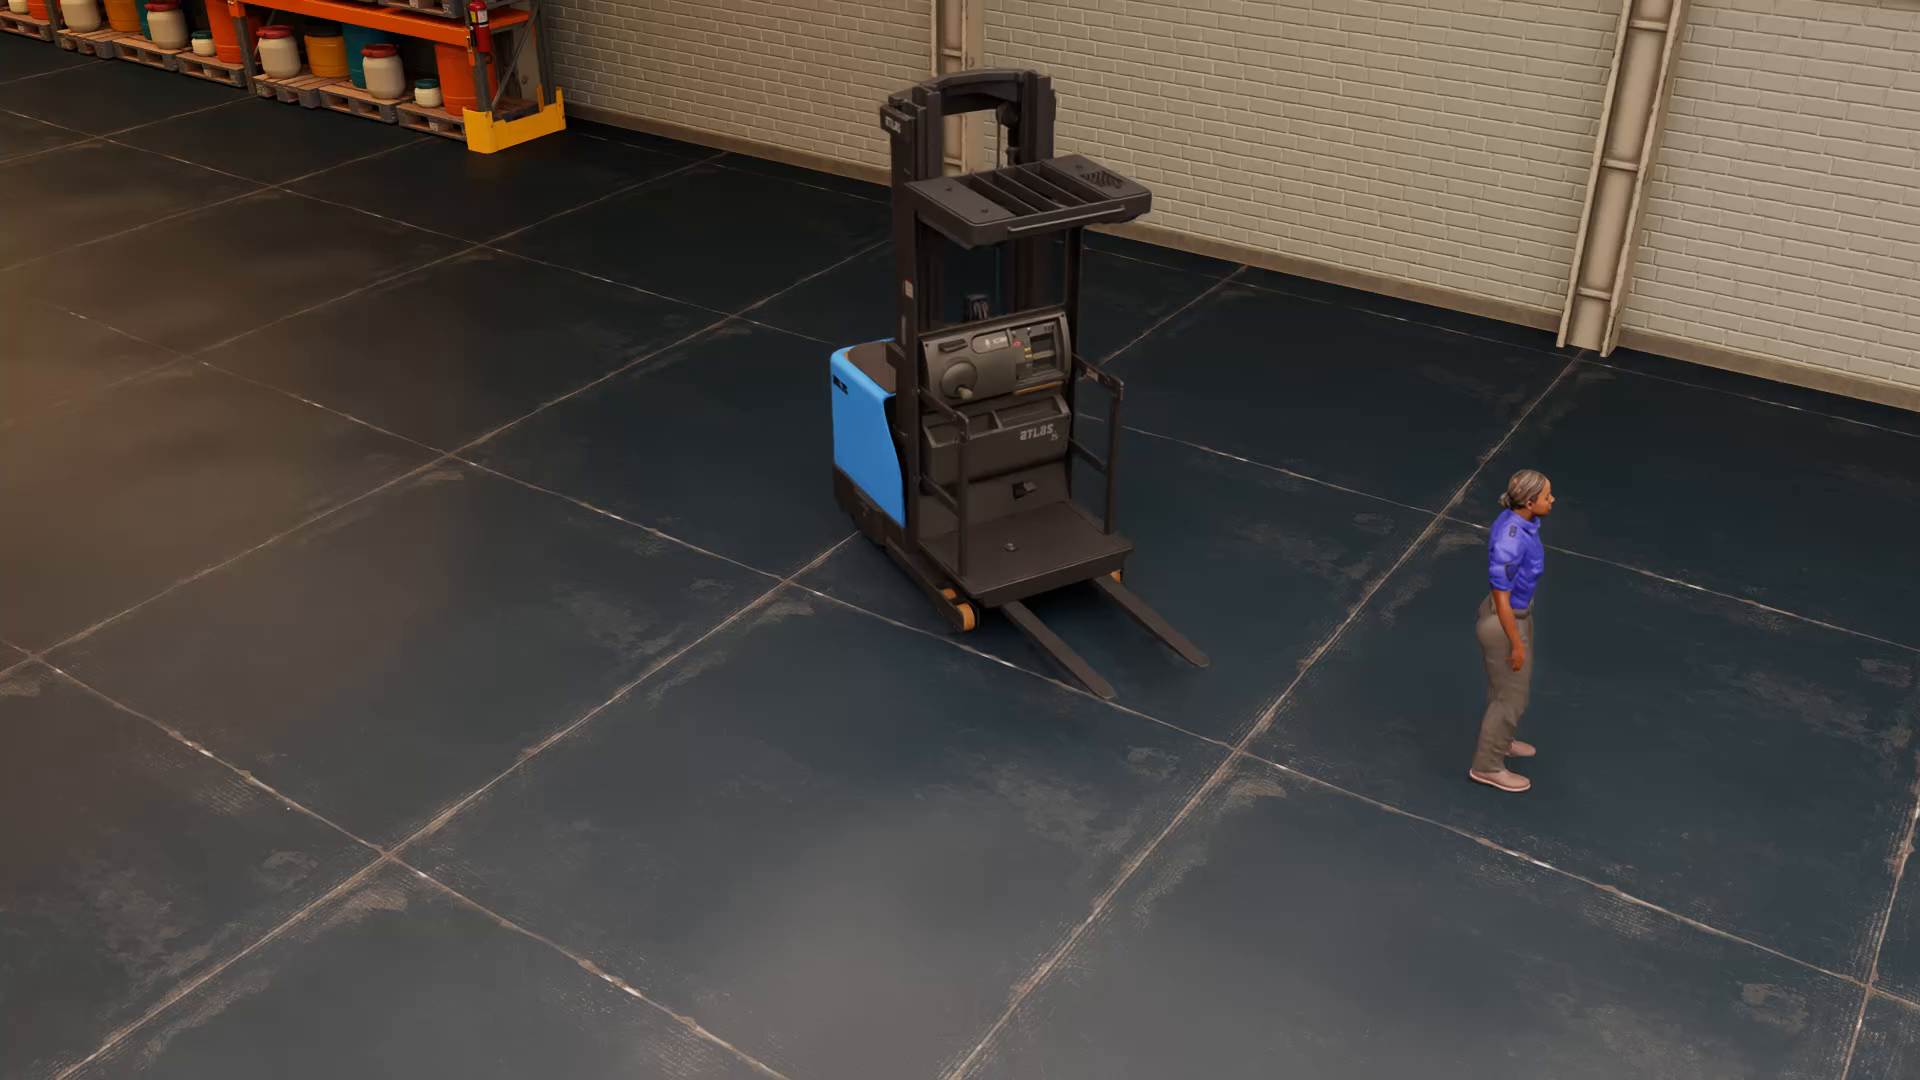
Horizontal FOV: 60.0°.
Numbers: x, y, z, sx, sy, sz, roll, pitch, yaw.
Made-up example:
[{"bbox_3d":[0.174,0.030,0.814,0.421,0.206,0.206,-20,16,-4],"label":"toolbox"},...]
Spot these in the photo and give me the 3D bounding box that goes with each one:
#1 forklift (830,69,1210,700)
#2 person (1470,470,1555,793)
[{"bbox_3d":[0.320,-0.996,9.296,1.130,2.935,3.031,-15,34,-25],"label":"forklift"},{"bbox_3d":[2.733,0.432,8.130,0.429,1.675,0.534,9,31,16],"label":"person"}]
